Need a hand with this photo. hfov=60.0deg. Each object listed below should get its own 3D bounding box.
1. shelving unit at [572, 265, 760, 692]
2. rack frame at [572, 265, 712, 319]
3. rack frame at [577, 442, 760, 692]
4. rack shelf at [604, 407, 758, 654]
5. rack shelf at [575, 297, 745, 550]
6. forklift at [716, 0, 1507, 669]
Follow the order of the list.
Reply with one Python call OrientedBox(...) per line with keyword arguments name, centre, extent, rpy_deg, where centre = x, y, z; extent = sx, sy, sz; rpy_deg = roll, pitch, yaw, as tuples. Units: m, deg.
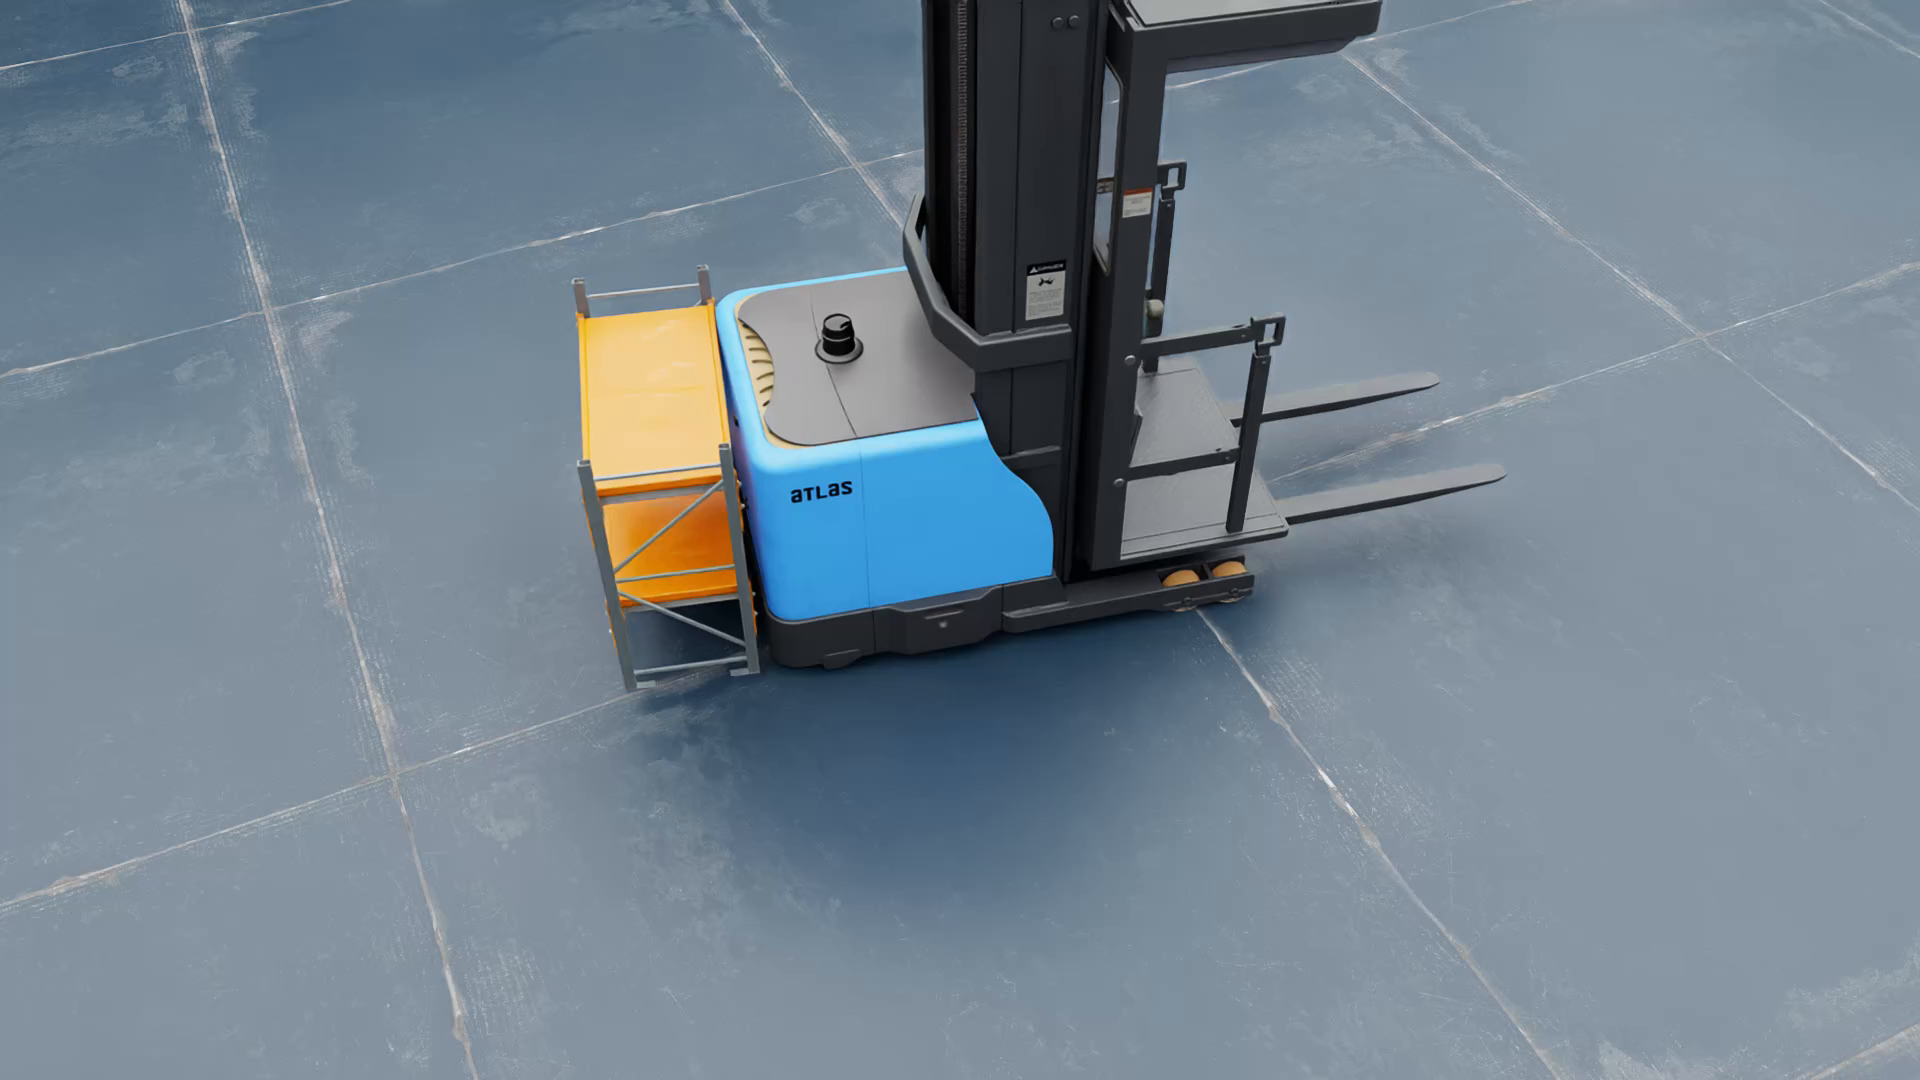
OrientedBox(name="shelving unit", centre=(-1.090, -0.231, 6.183), extent=(0.538, 1.125, 1.048), rpy_deg=(-7, 45, -7))
OrientedBox(name="rack frame", centre=(-1.181, -0.582, 6.539), extent=(0.500, 1.125, 0.032), rpy_deg=(-7, 45, -7))
OrientedBox(name="rack frame", centre=(-0.998, 0.121, 5.827), extent=(0.500, 1.125, 0.032), rpy_deg=(-7, 45, -7))
OrientedBox(name="rack shelf", centre=(-1.090, -0.057, 6.355), extent=(0.538, 0.278, 1.000), rpy_deg=(-7, 45, -7))
OrientedBox(name="rack shelf", centre=(-1.090, -0.439, 5.977), extent=(0.538, 0.278, 1.000), rpy_deg=(-7, 45, -7))
OrientedBox(name="forklift", centre=(0.657, -1.117, 5.796), extent=(3.031, 2.935, 1.130), rpy_deg=(-10, 45, -10))
